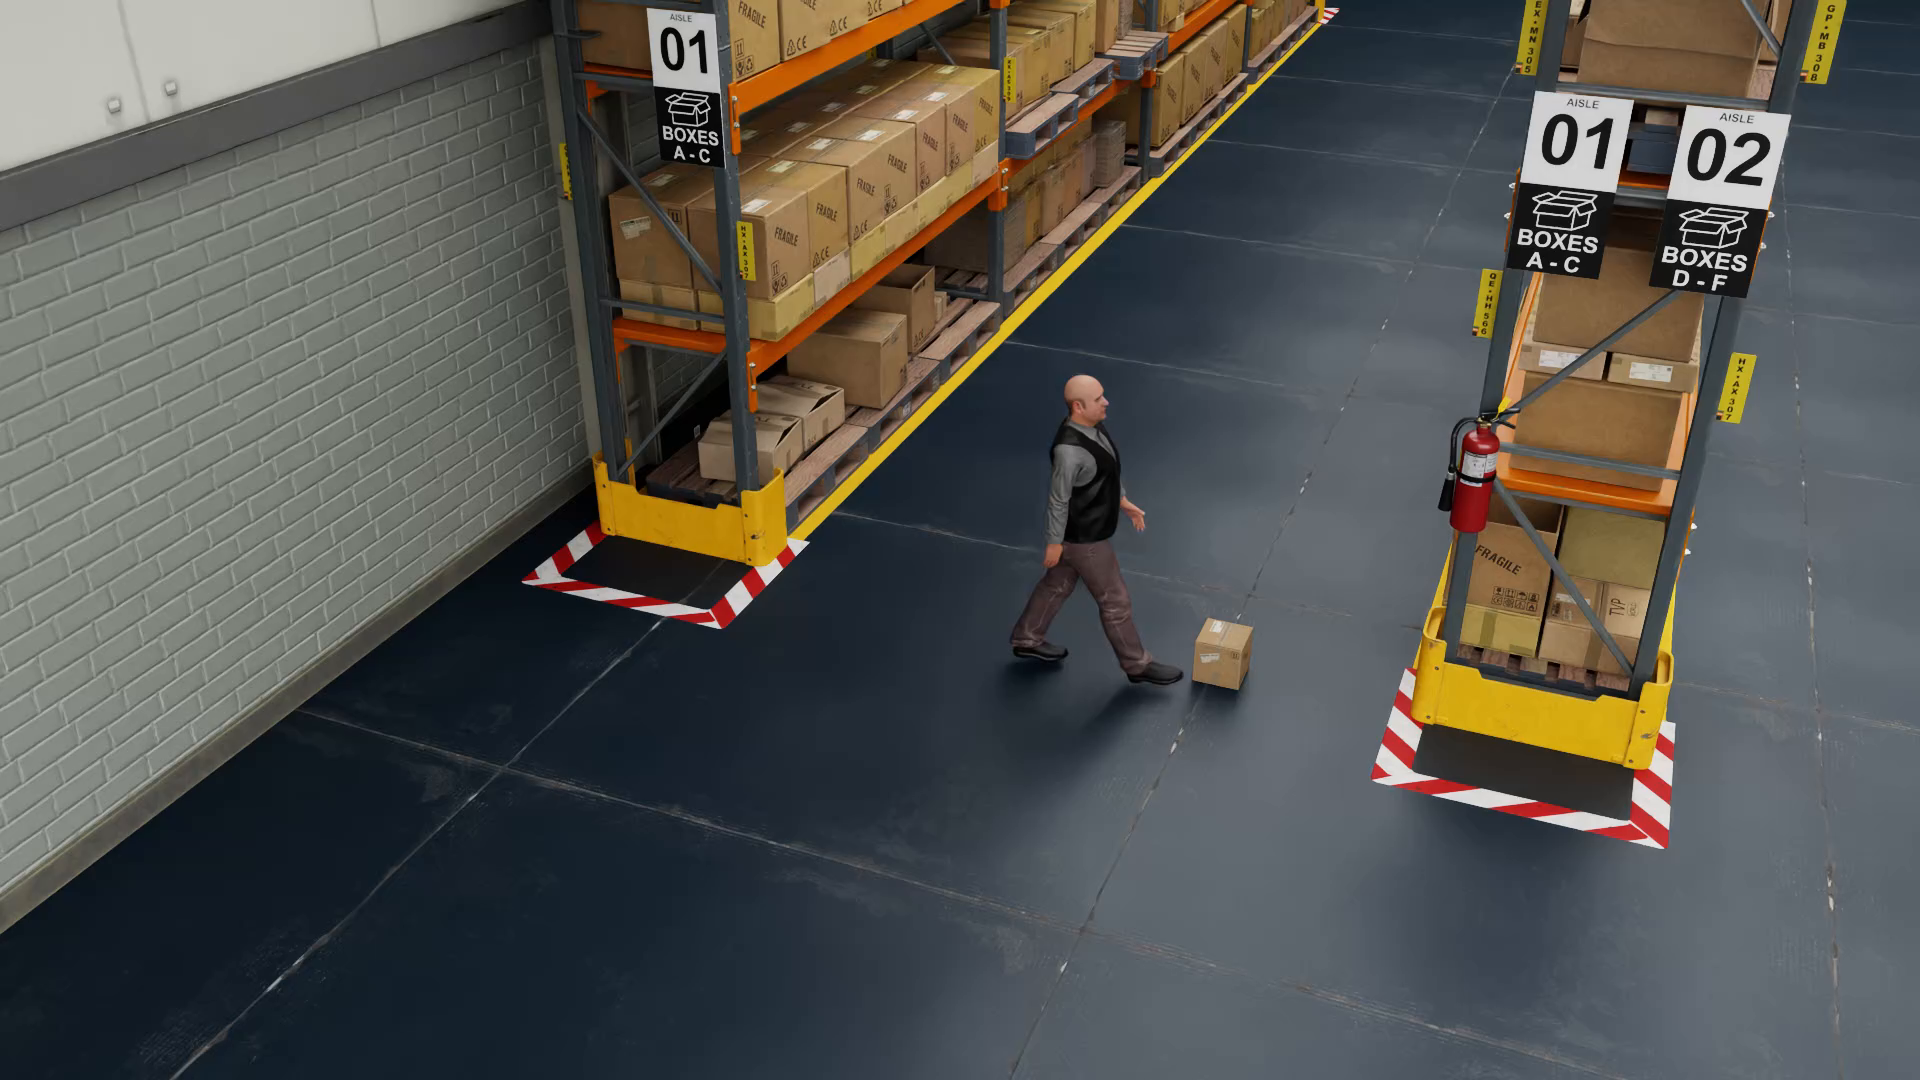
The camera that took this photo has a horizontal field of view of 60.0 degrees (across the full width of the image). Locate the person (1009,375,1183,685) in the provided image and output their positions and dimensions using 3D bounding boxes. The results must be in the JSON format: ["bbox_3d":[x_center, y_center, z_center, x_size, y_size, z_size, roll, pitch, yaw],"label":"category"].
[{"bbox_3d":[0.724,-0.068,8.523,0.927,1.679,0.533,2,30,4],"label":"person"}]
